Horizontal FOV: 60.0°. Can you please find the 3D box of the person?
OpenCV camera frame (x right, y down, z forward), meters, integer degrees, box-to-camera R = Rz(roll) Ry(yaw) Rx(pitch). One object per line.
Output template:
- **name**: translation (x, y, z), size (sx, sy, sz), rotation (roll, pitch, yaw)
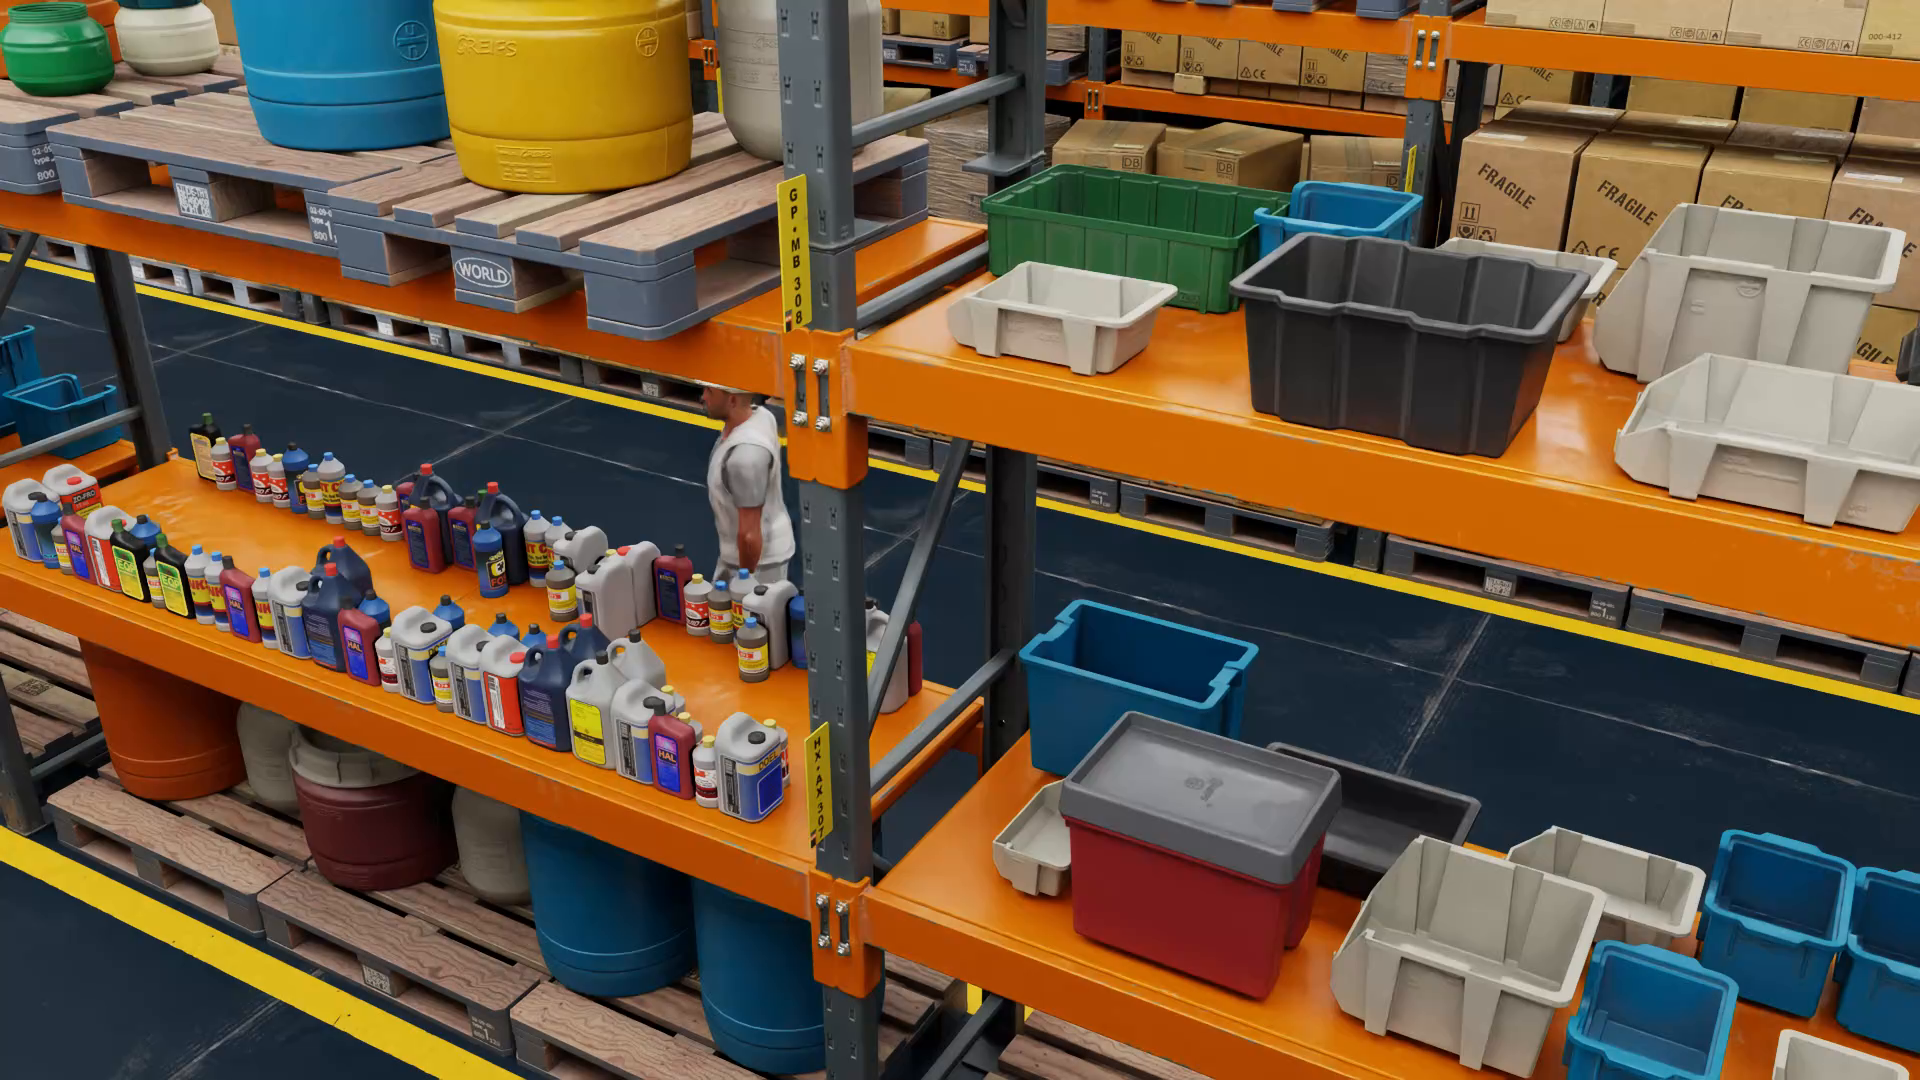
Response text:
- **person**: translation (-0.834, 0.059, 6.936), size (0.479, 1.779, 0.580), rotation (-4, 27, -8)
